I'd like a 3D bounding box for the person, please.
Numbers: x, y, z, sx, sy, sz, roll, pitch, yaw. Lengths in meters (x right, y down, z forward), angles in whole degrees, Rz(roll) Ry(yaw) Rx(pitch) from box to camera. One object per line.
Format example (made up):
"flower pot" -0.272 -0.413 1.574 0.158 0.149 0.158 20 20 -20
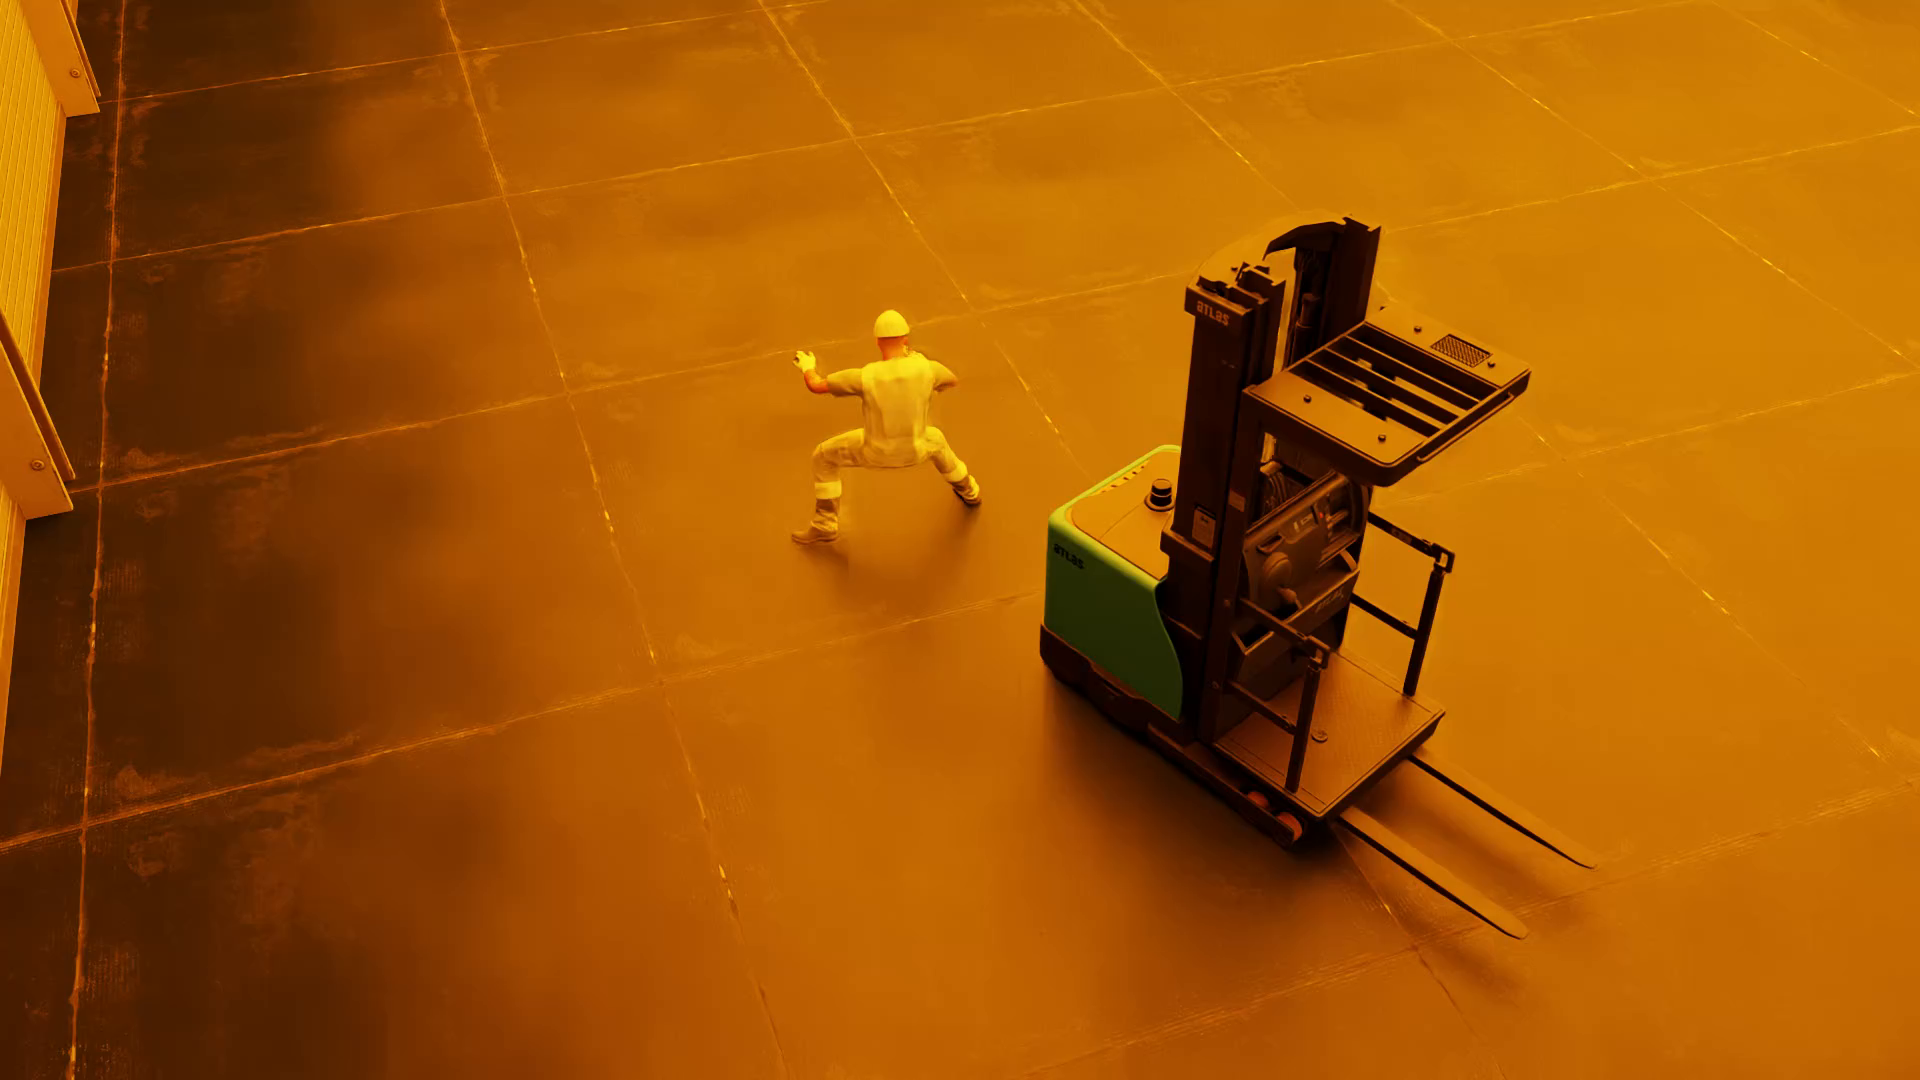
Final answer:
"person" -0.453 -0.709 9.918 1.228 1.547 0.691 -7 40 -8

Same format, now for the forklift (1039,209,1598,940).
"forklift" 1.822 0.047 7.940 1.130 2.935 3.031 -31 49 -31
